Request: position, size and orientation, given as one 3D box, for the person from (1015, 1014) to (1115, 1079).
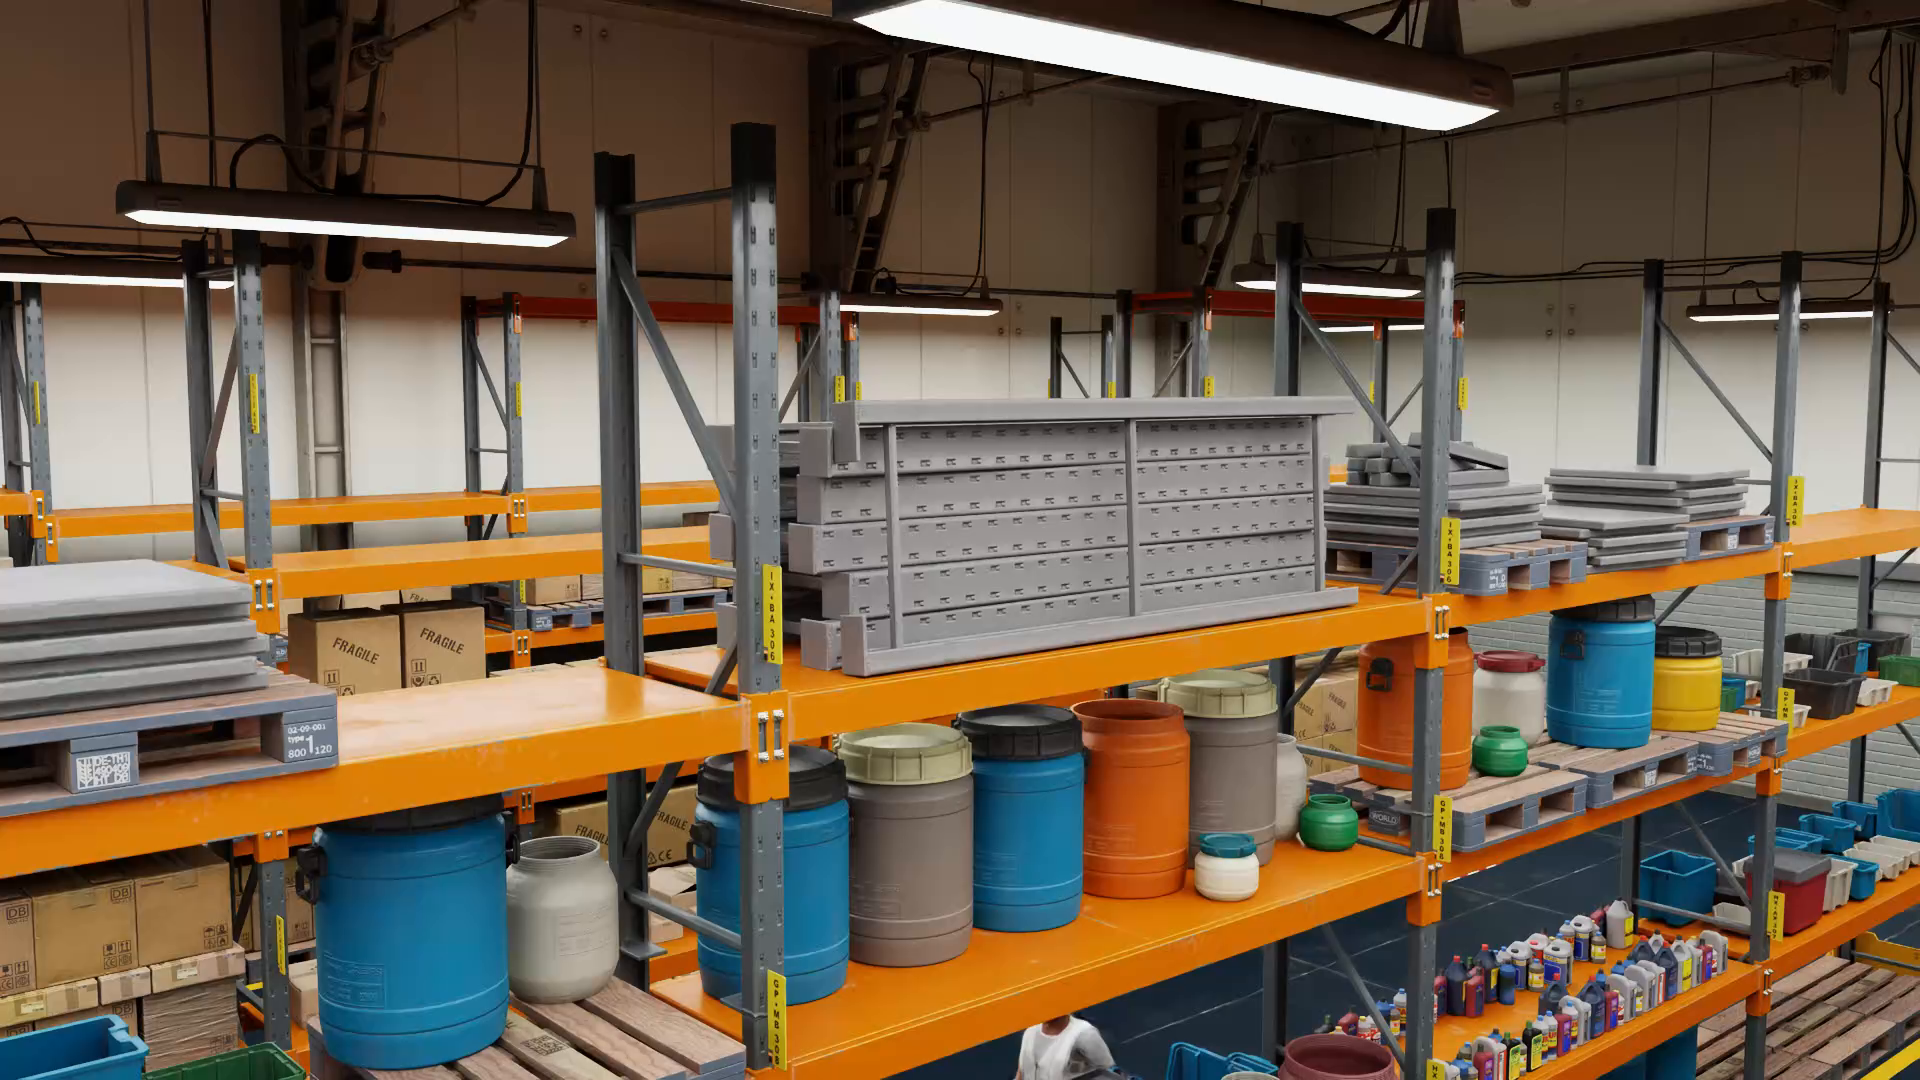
[{"bbox_3d":[0.593,3.386,9.794,0.729,1.739,0.696,-5,7,-41],"label":"person"}]
